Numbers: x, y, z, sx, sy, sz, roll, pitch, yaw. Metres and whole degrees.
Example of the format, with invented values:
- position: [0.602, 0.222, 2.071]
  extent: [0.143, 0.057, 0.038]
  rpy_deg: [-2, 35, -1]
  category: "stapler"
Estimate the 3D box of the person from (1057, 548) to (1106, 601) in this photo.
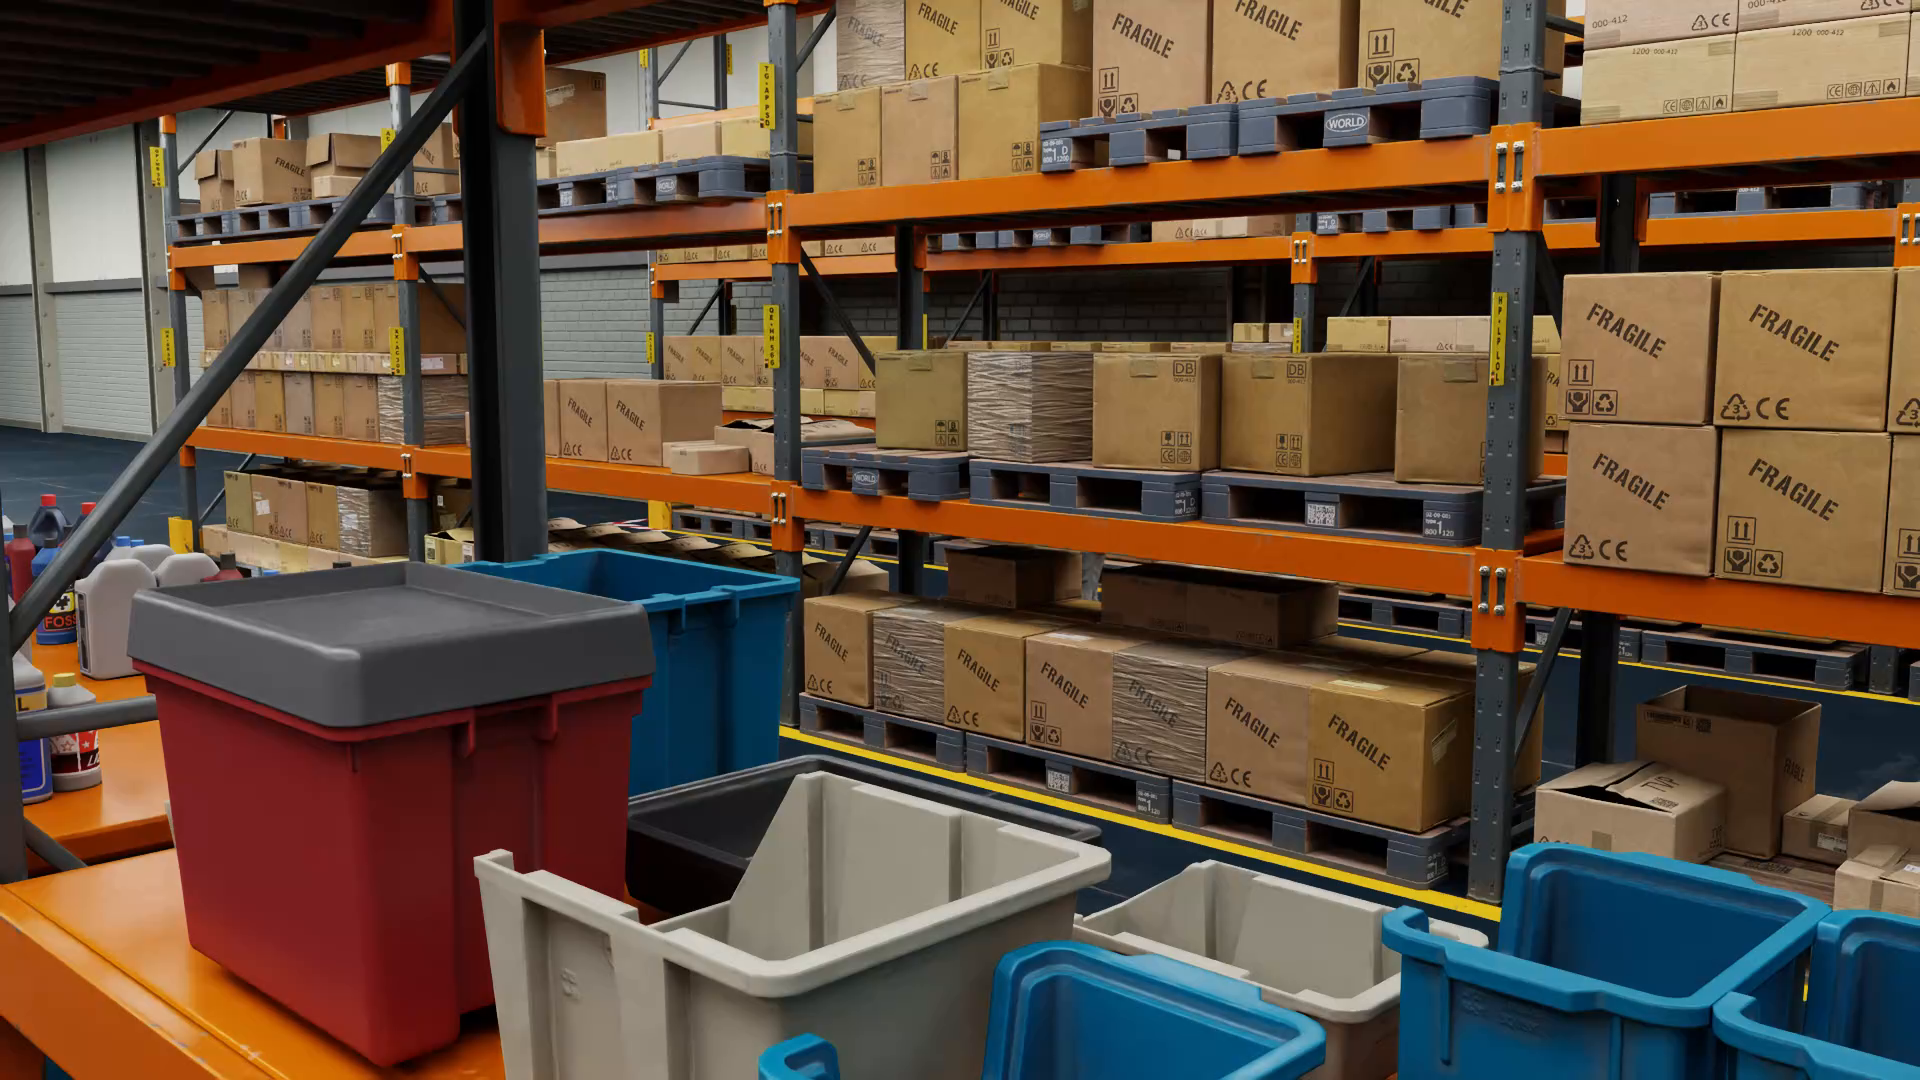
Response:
- position: [0.871, -0.075, 10.767]
  extent: [0.628, 1.656, 0.486]
  rpy_deg: [-4, 8, -31]
  category: "person"
